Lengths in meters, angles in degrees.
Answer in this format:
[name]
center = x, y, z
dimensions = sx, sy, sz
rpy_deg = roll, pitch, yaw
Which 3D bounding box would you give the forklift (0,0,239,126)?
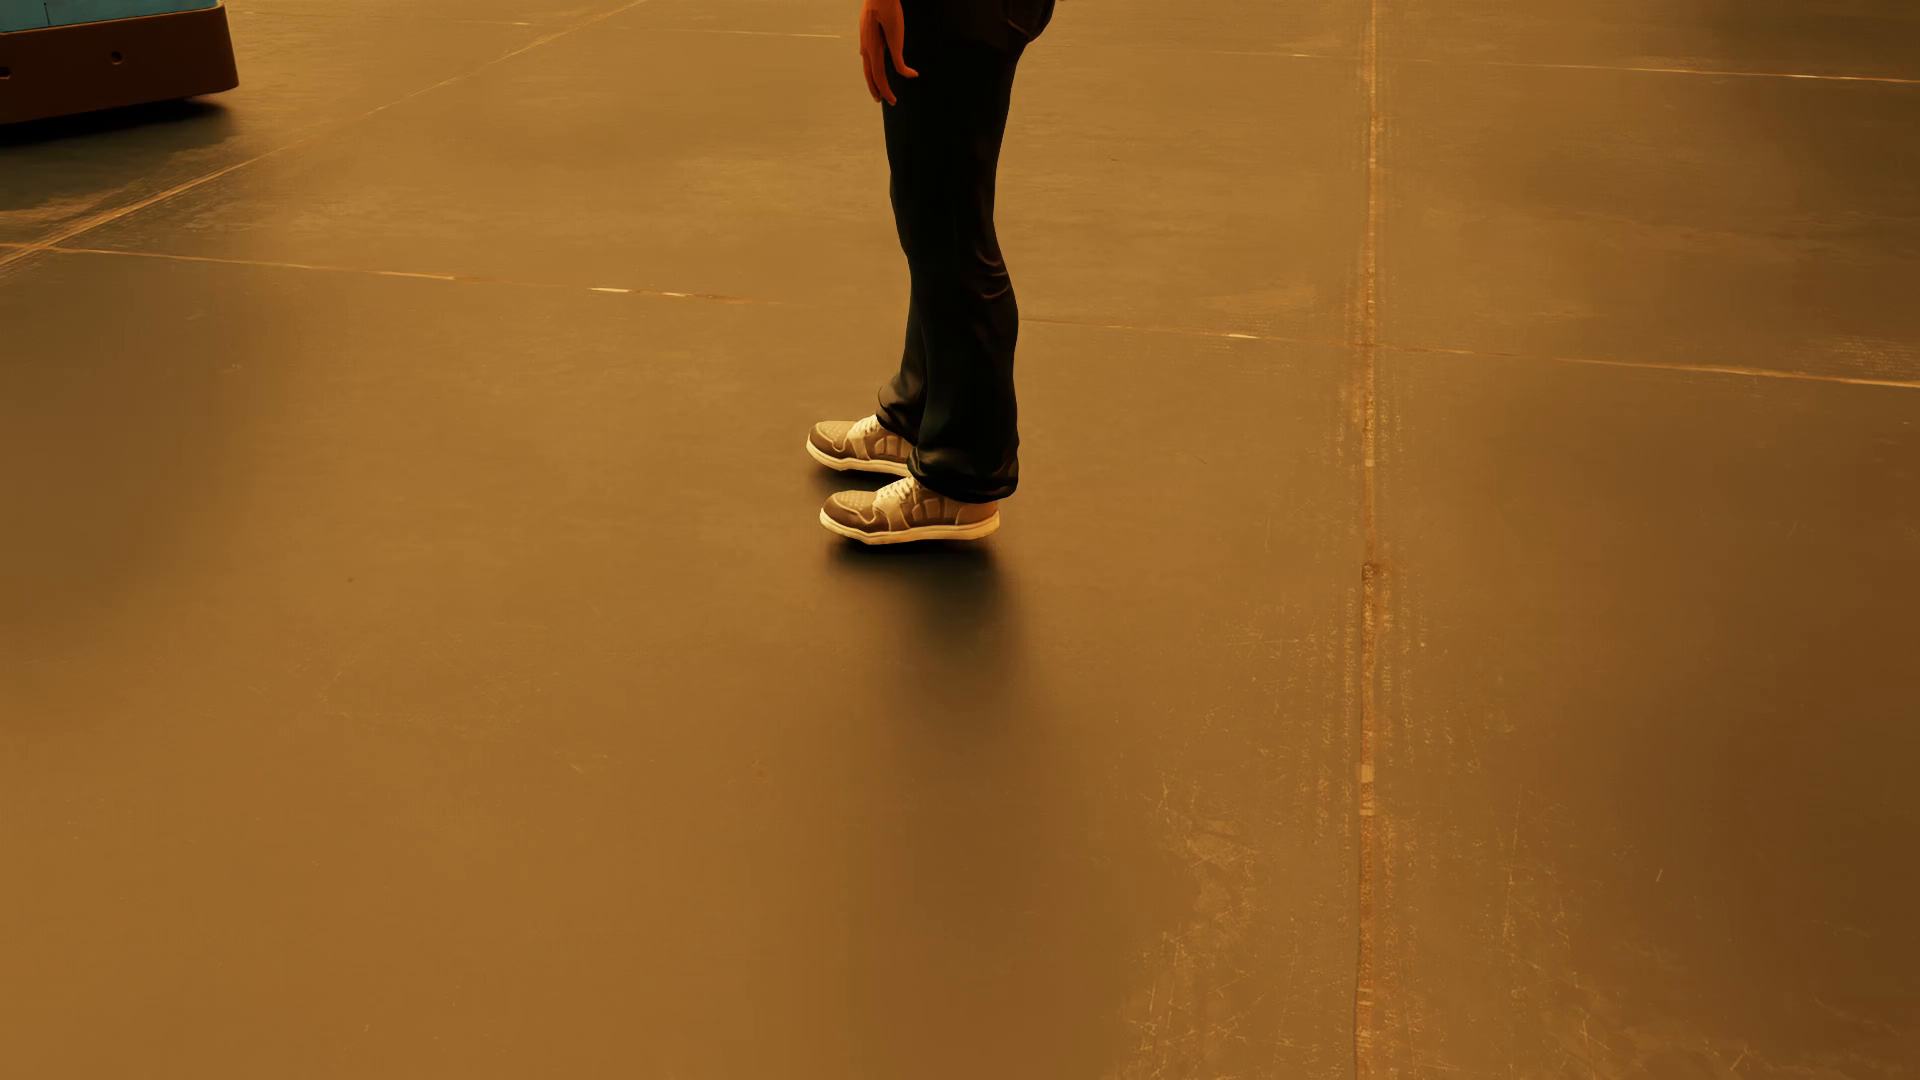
[forklift]
center = -3.612, -2.938, 5.070
dimensions = 3.031, 2.935, 1.130
rpy_deg = 24, 35, 39

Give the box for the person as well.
[person]
center = -0.069, -0.733, 2.164
dimensions = 0.476, 1.597, 0.520
rpy_deg = 6, 27, 11
